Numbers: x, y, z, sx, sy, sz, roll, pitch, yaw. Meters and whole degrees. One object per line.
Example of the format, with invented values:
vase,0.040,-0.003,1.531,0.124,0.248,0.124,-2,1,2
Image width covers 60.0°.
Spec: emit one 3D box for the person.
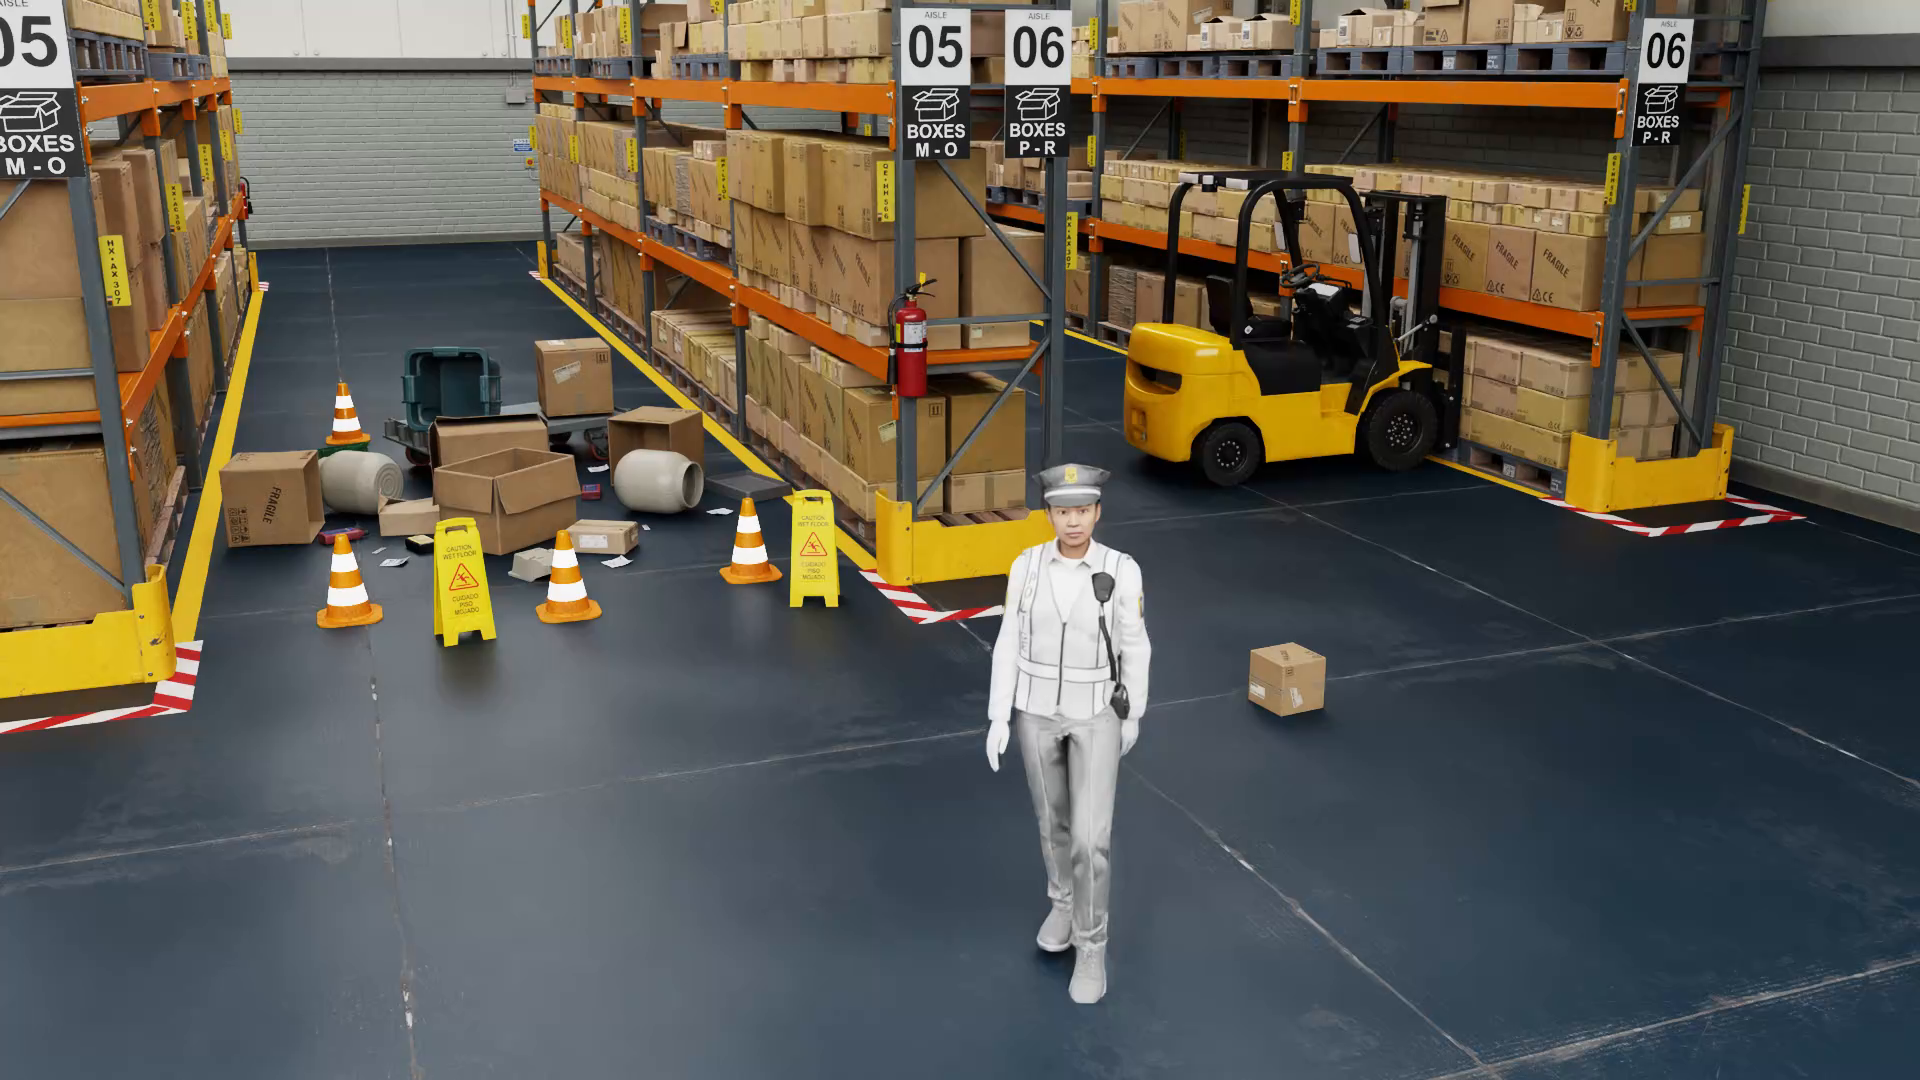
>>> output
person,0.341,0.608,5.357,0.486,1.748,0.504,5,16,17
